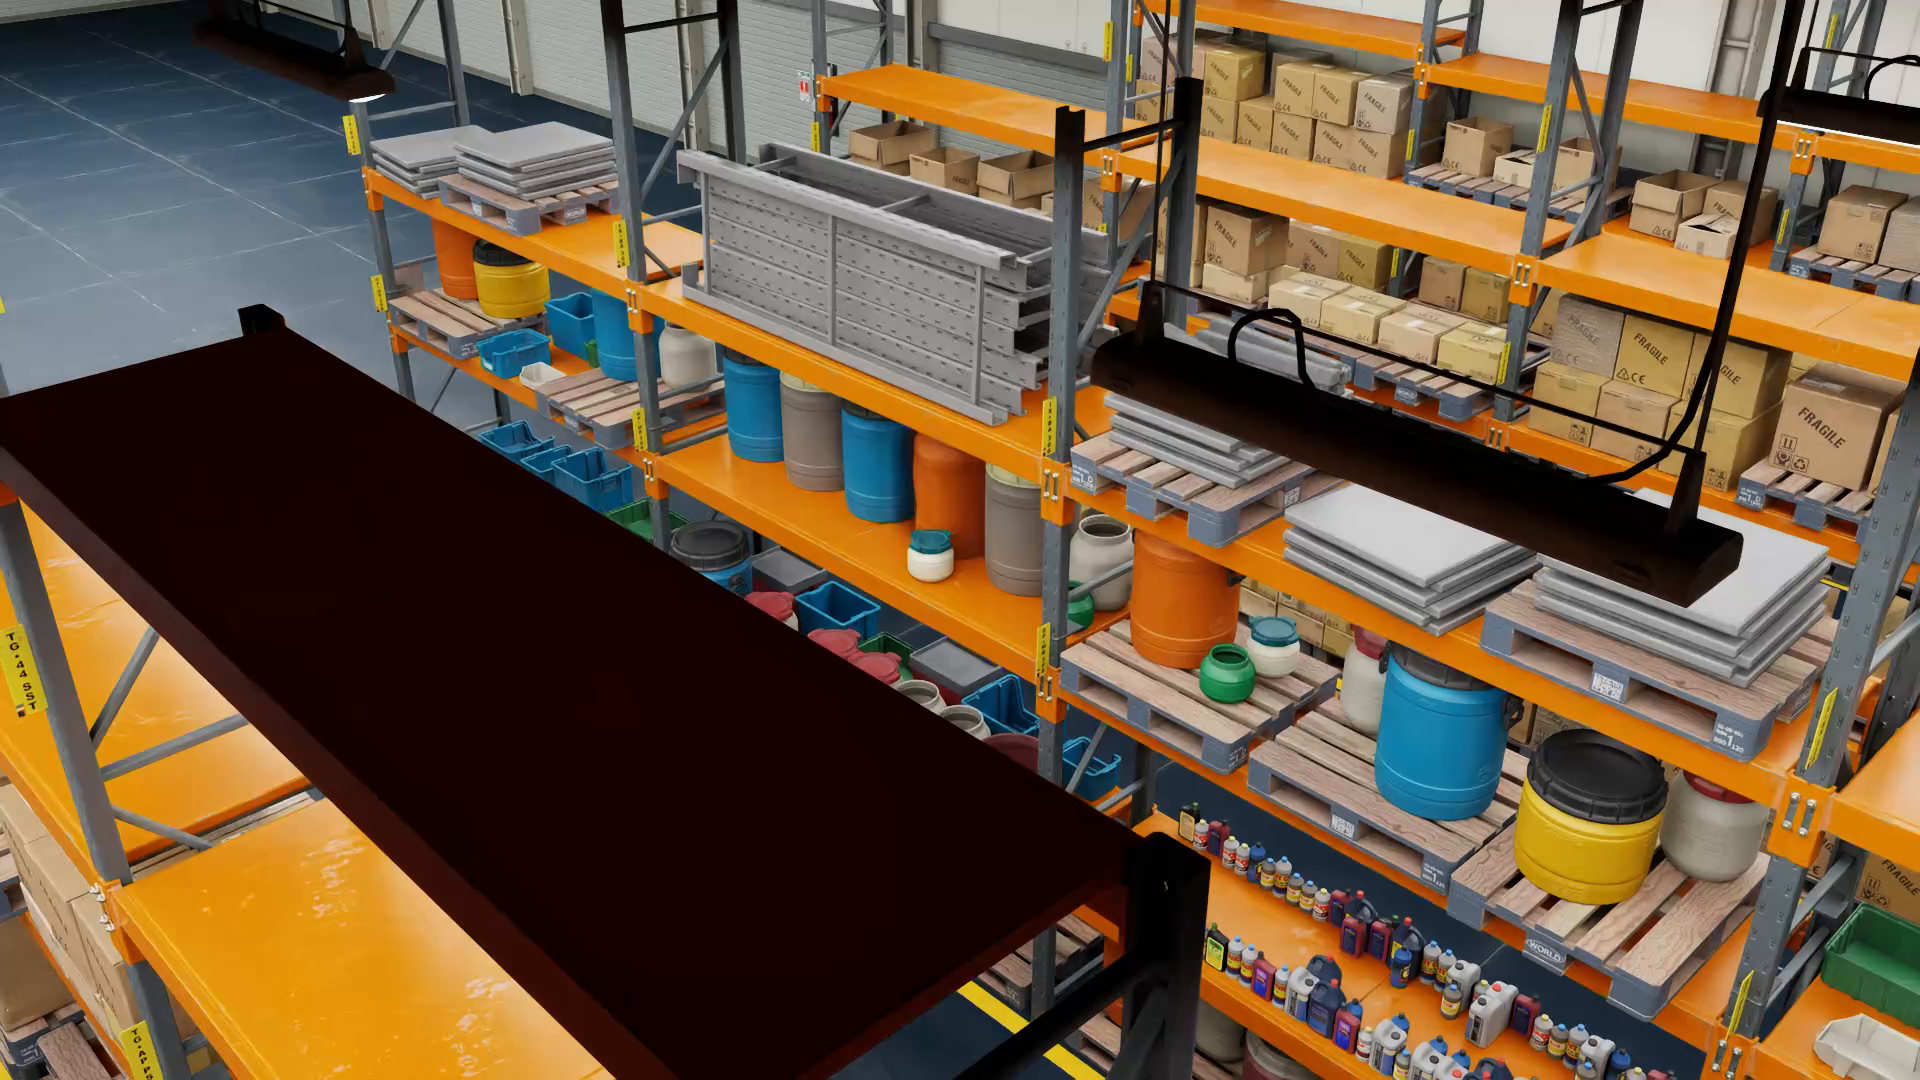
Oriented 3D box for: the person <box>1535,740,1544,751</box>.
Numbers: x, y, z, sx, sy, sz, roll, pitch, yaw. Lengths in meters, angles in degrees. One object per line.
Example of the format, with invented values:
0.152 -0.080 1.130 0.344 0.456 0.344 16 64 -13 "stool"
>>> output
3.984 2.007 11.373 0.412 1.497 0.918 -25 37 -38 "person"
